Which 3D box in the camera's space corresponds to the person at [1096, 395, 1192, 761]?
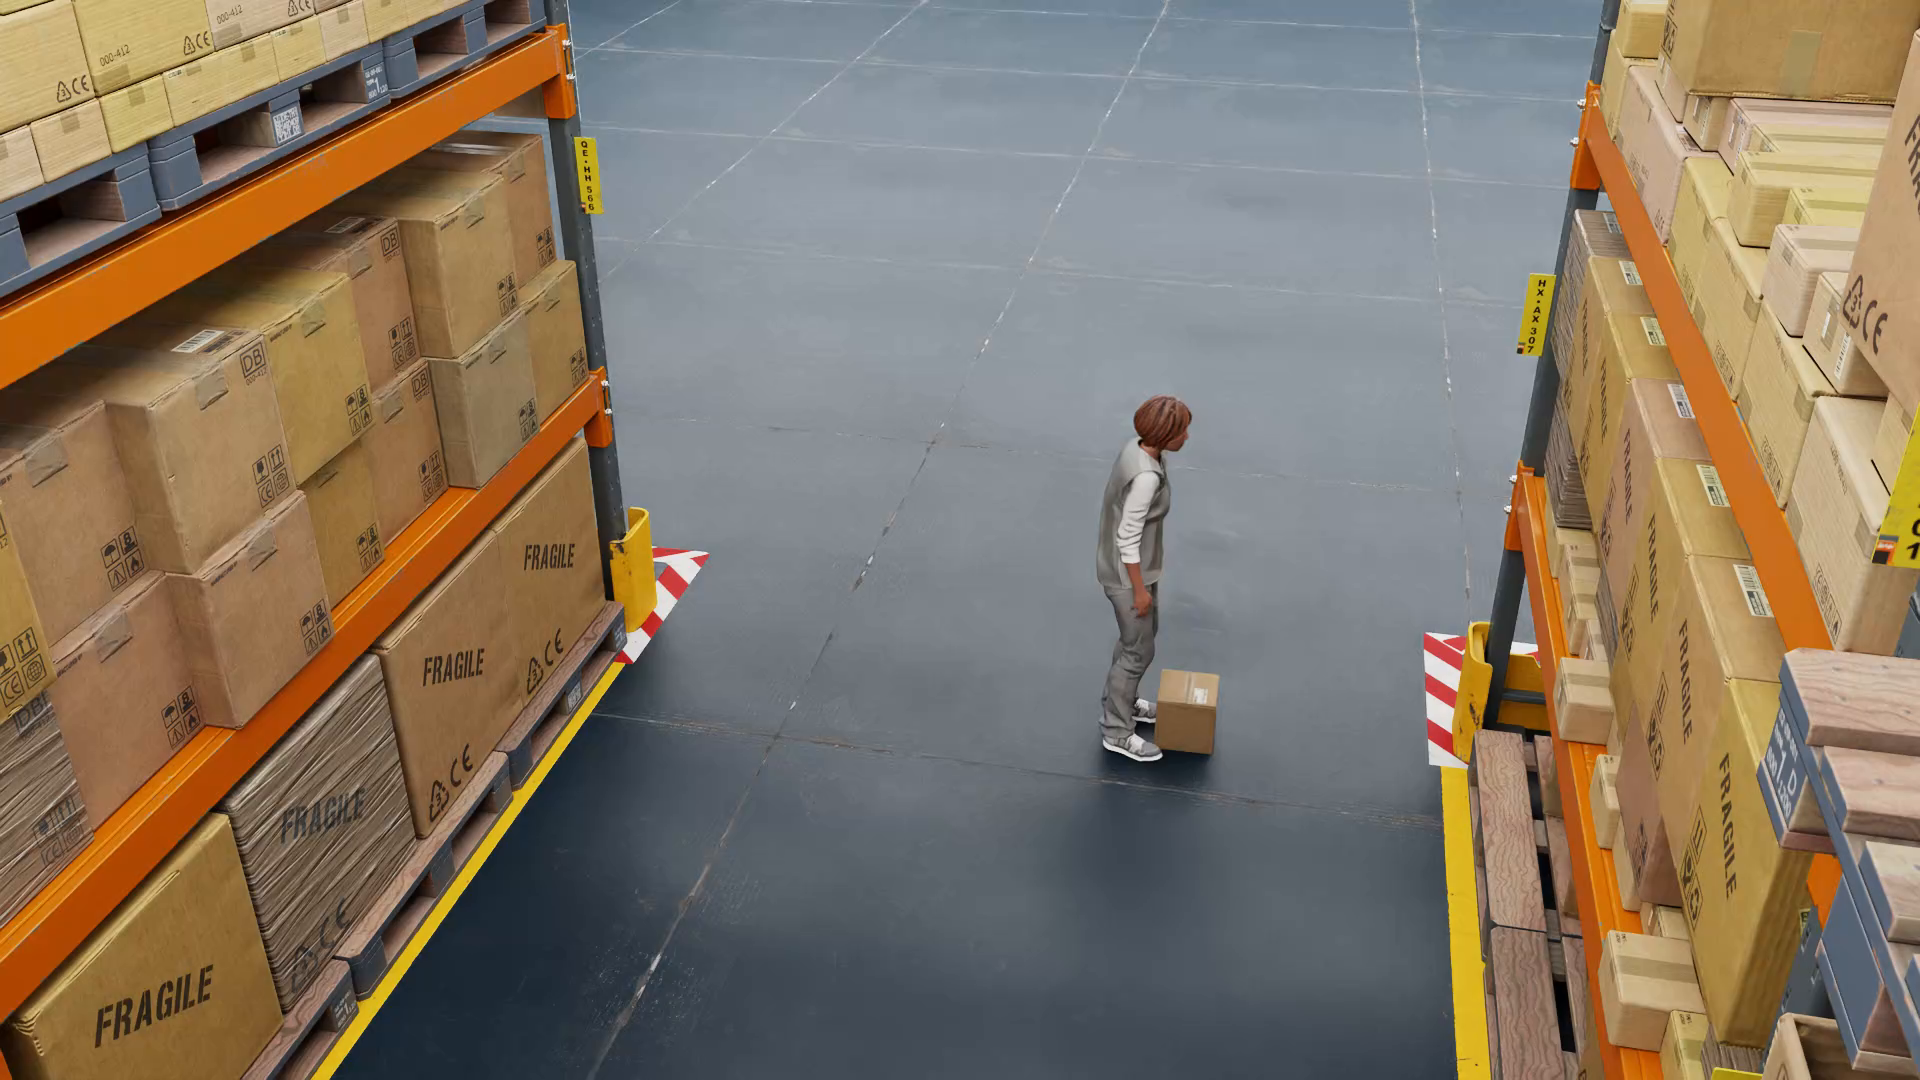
[{"bbox_3d":[0.737,0.137,6.895,0.346,1.590,0.467,5,30,9],"label":"person"}]
